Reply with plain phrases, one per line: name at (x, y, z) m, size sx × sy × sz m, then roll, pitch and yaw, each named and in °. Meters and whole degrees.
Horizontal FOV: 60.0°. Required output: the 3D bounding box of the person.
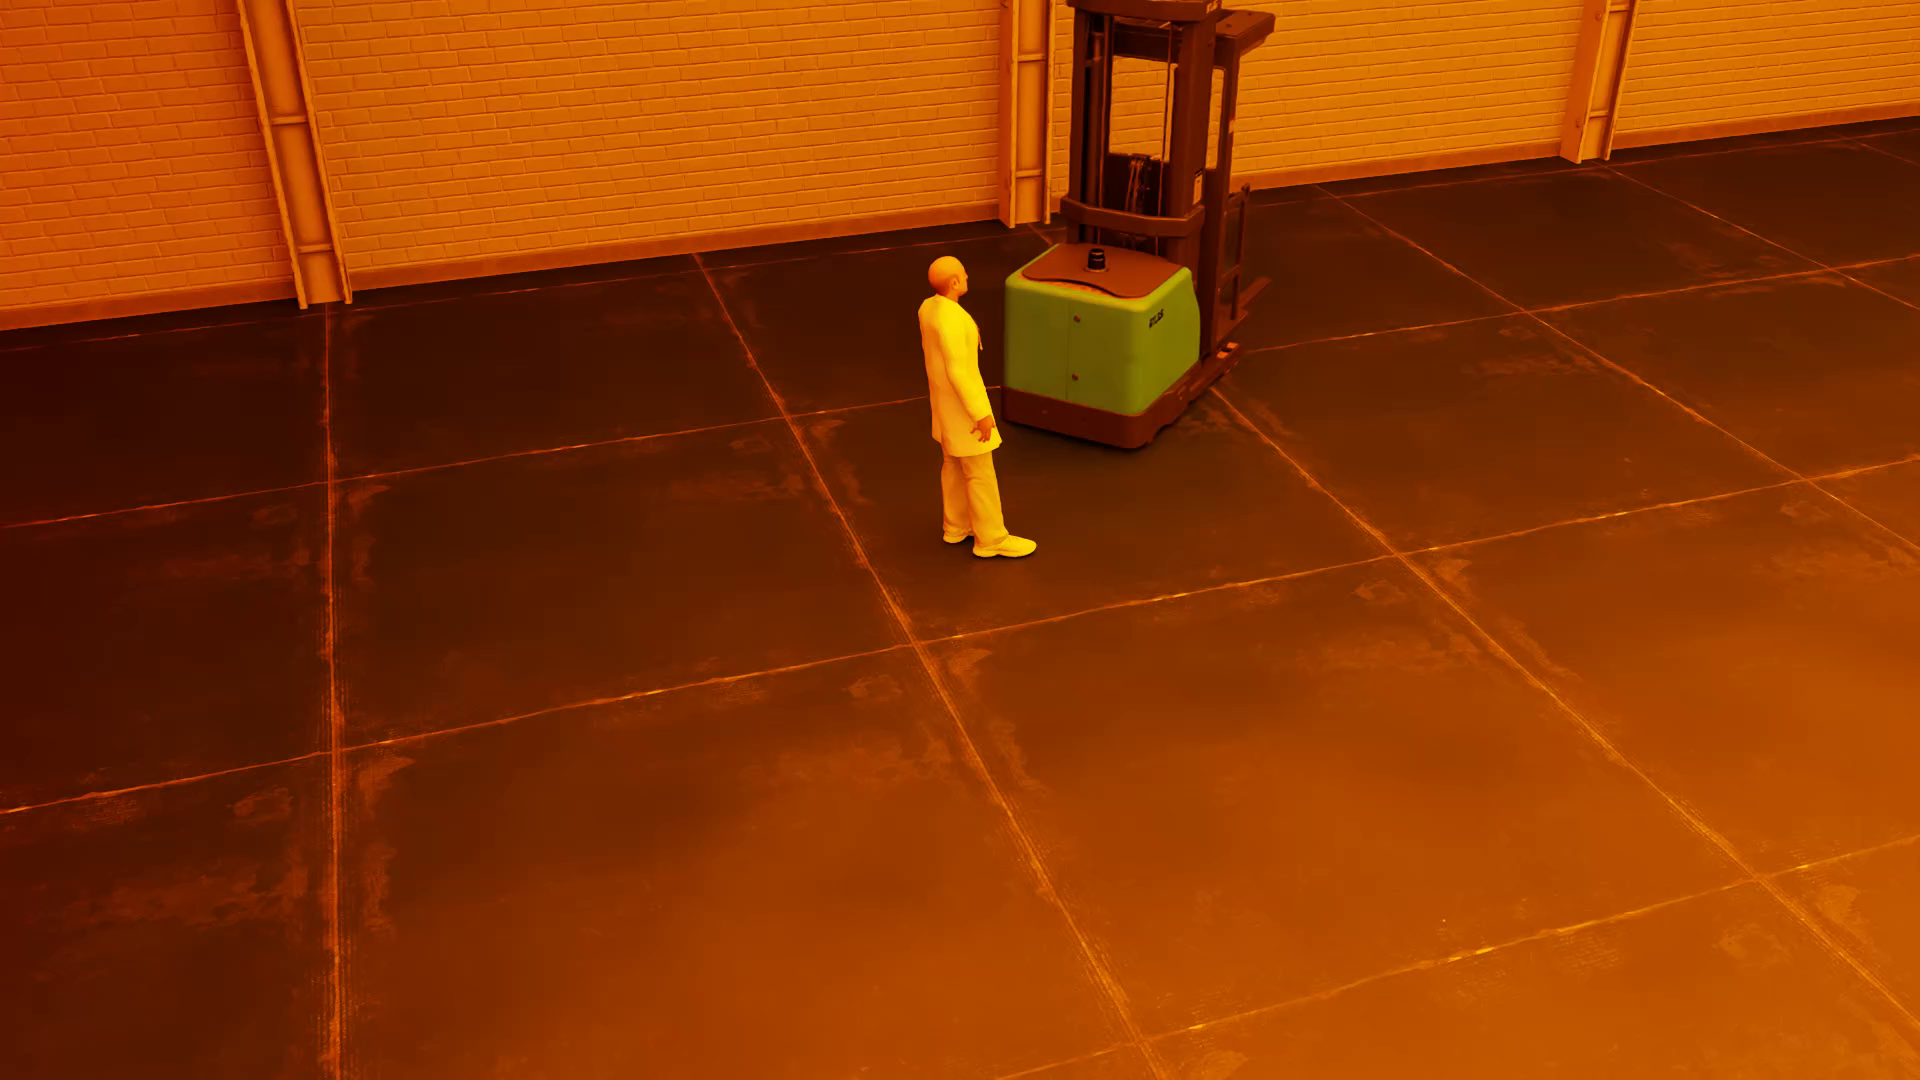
person at (0.088, -0.790, 9.601) m, size 0.578 × 1.777 × 0.698 m, roll -10°, pitch 31°, yaw -16°

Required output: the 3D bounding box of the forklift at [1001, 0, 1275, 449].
forklift at (1.435, -2.575, 11.562) m, size 1.130 × 2.935 × 3.031 m, roll 16°, pitch 33°, yaw 25°
